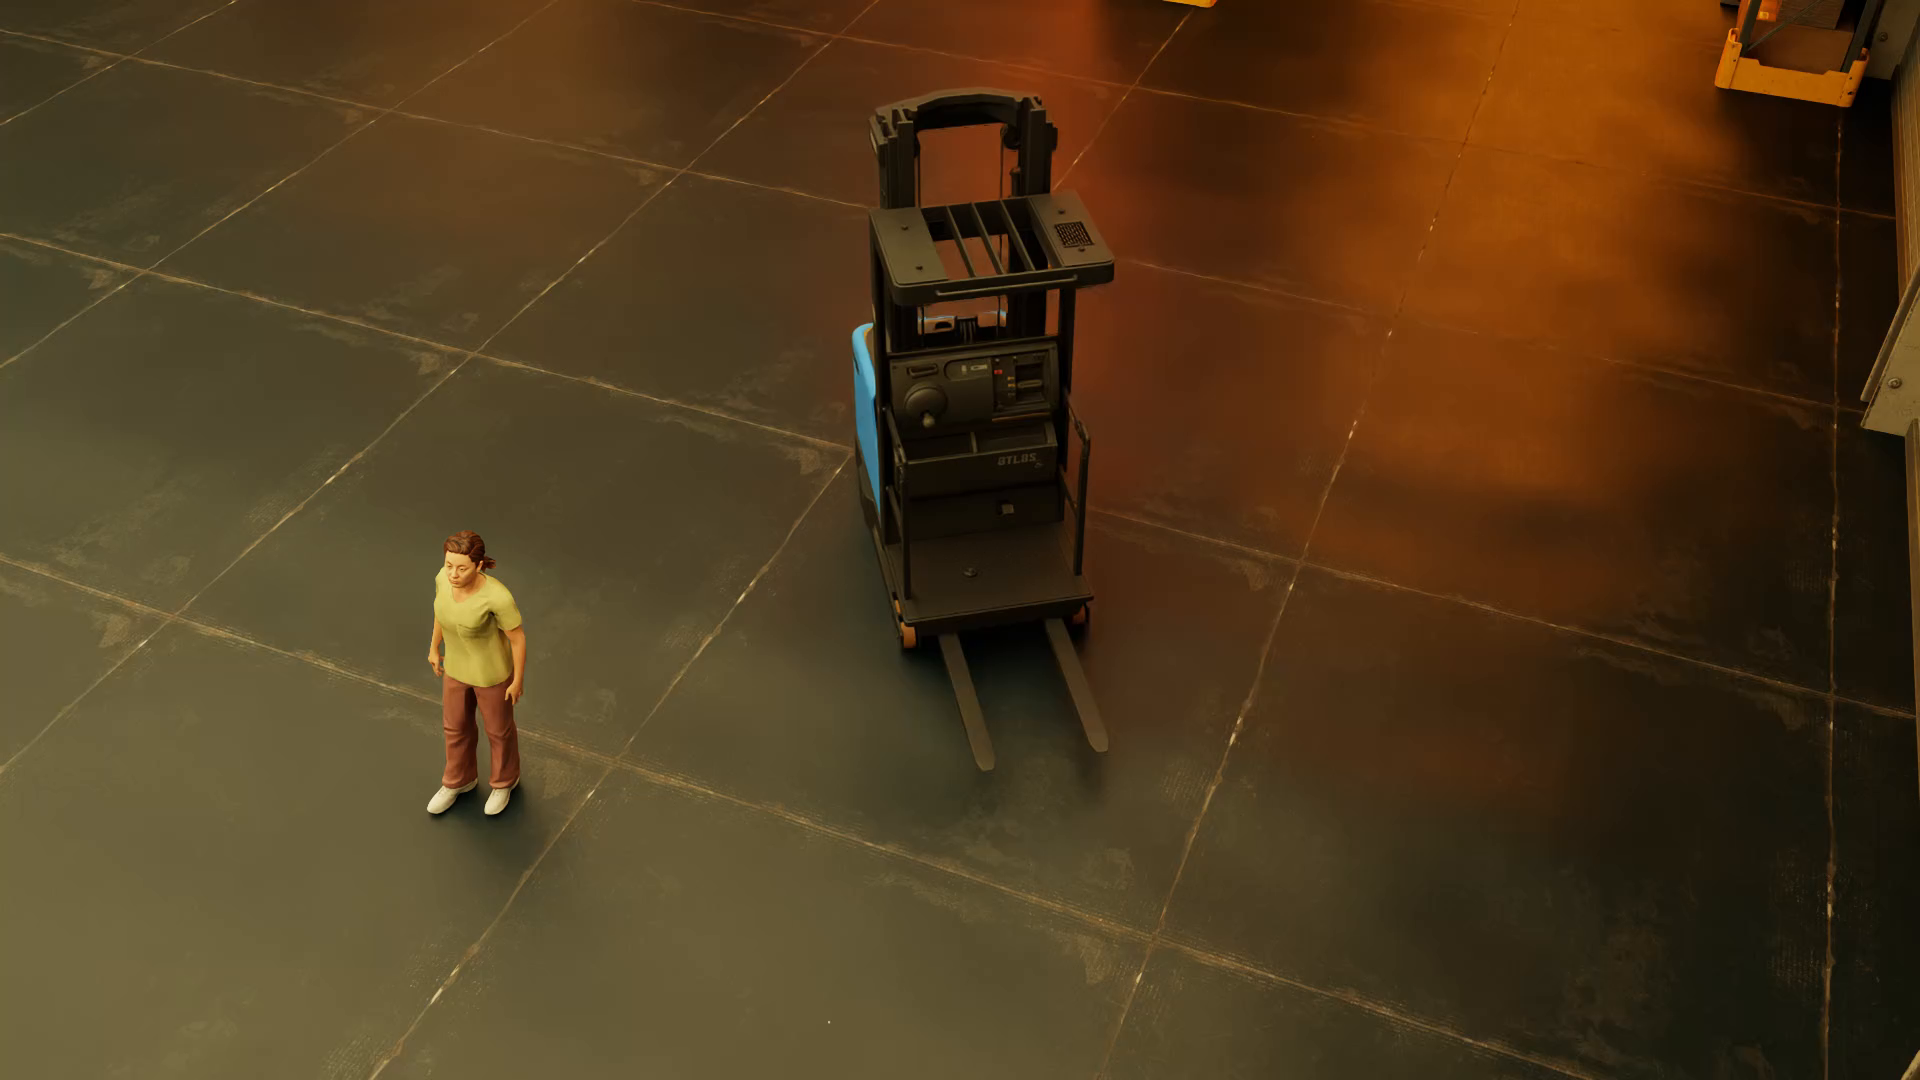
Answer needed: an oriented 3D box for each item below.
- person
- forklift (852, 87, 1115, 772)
[{"bbox_3d":[-2.405,0.682,8.158,0.552,1.675,0.549,16,42,18],"label":"person"},{"bbox_3d":[0.131,-0.762,8.917,1.130,2.935,3.031,-8,41,-9],"label":"forklift"}]
